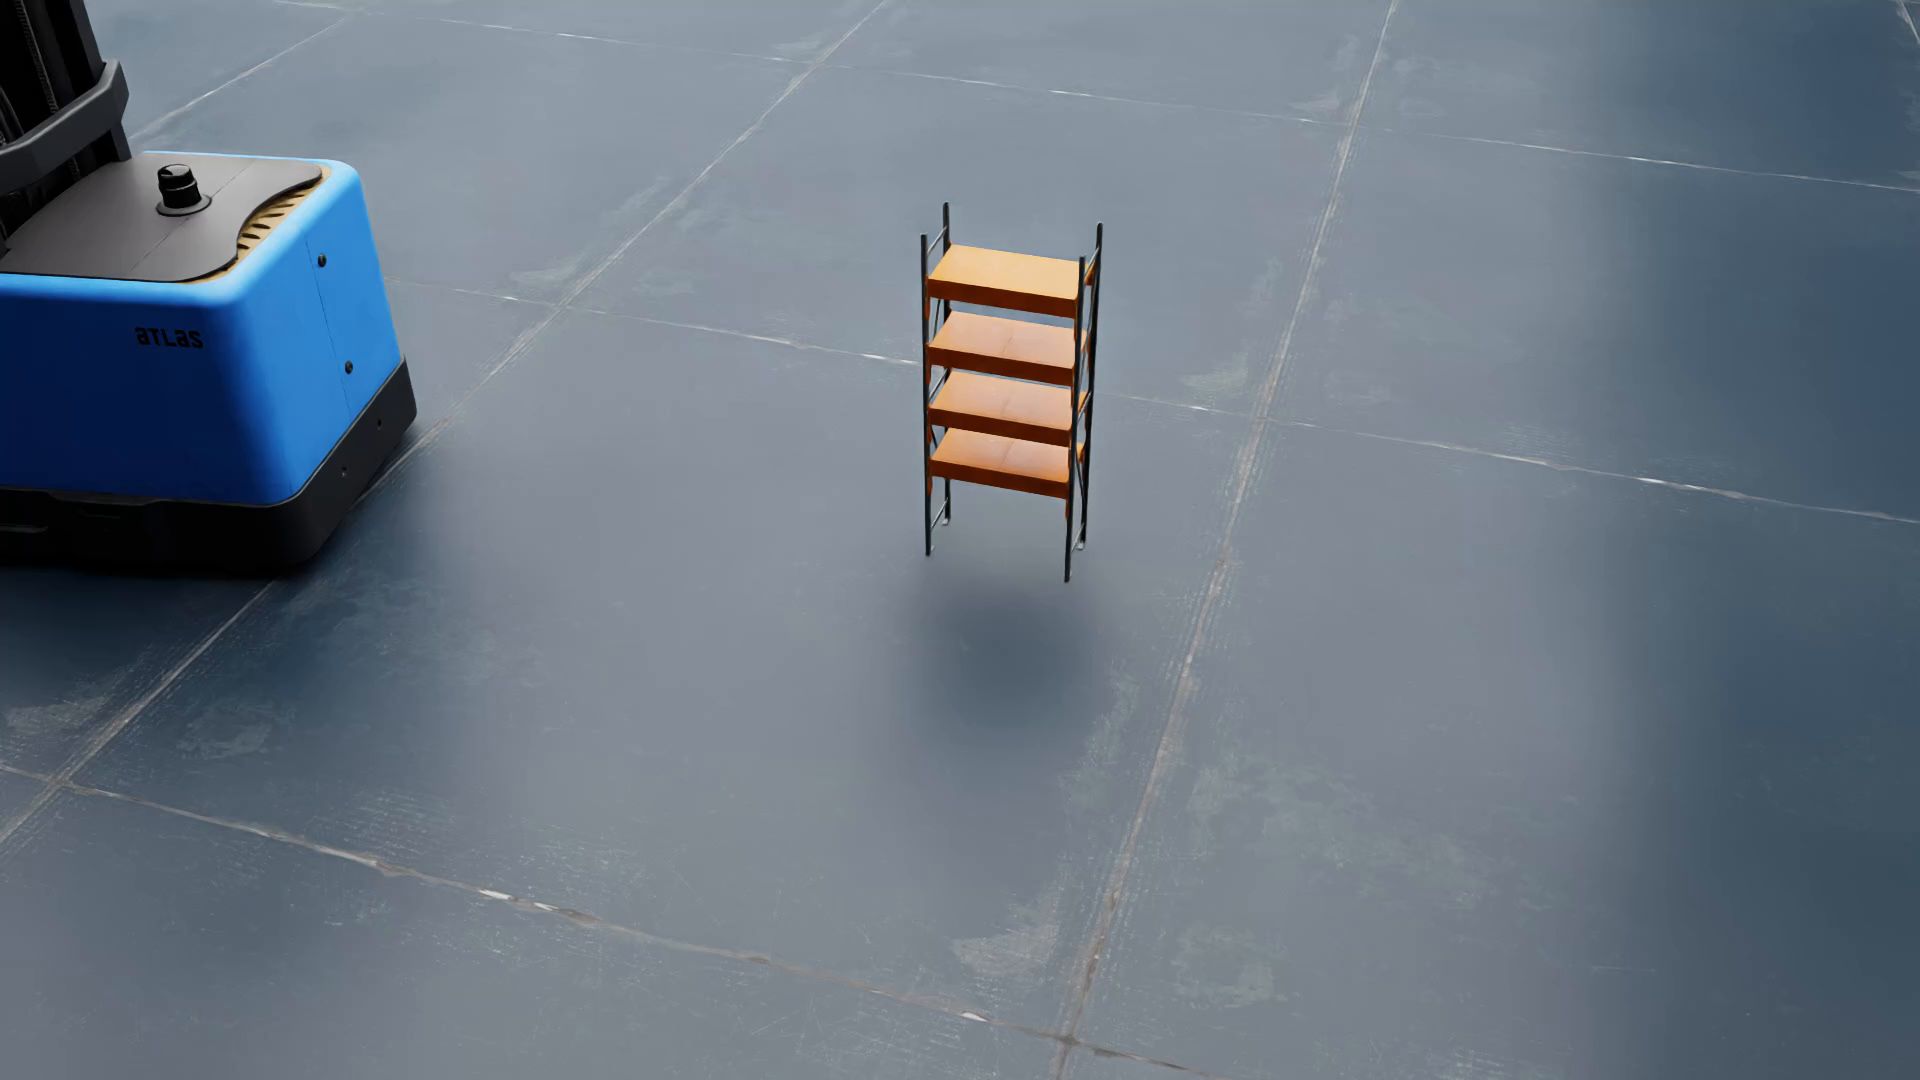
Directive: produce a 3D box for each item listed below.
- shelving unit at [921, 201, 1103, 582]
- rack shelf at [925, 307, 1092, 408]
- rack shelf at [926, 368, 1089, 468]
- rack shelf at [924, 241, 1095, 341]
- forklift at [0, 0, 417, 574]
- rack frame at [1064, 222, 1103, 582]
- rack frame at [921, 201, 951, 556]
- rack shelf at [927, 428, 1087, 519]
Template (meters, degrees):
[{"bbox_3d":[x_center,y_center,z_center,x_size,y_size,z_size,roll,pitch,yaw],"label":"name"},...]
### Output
[{"bbox_3d":[0.158,-0.454,5.355,0.503,1.200,0.258,10,38,14],"label":"shelving unit"},{"bbox_3d":[0.158,-0.580,5.262,0.480,0.148,0.258,10,38,14],"label":"rack shelf"},{"bbox_3d":[0.158,-0.400,5.394,0.480,0.148,0.258,10,38,14],"label":"rack shelf"},{"bbox_3d":[0.158,-0.770,5.122,0.480,0.148,0.258,10,38,14],"label":"rack shelf"},{"bbox_3d":[-3.602,-1.448,5.244,3.031,2.935,1.130,4,37,6],"label":"forklift"},{"bbox_3d":[0.391,-0.411,5.296,0.015,1.200,0.240,10,38,14],"label":"rack frame"},{"bbox_3d":[-0.075,-0.497,5.413,0.015,1.200,0.240,10,38,14],"label":"rack frame"},{"bbox_3d":[0.158,-0.240,5.512,0.480,0.148,0.258,10,38,14],"label":"rack shelf"}]
